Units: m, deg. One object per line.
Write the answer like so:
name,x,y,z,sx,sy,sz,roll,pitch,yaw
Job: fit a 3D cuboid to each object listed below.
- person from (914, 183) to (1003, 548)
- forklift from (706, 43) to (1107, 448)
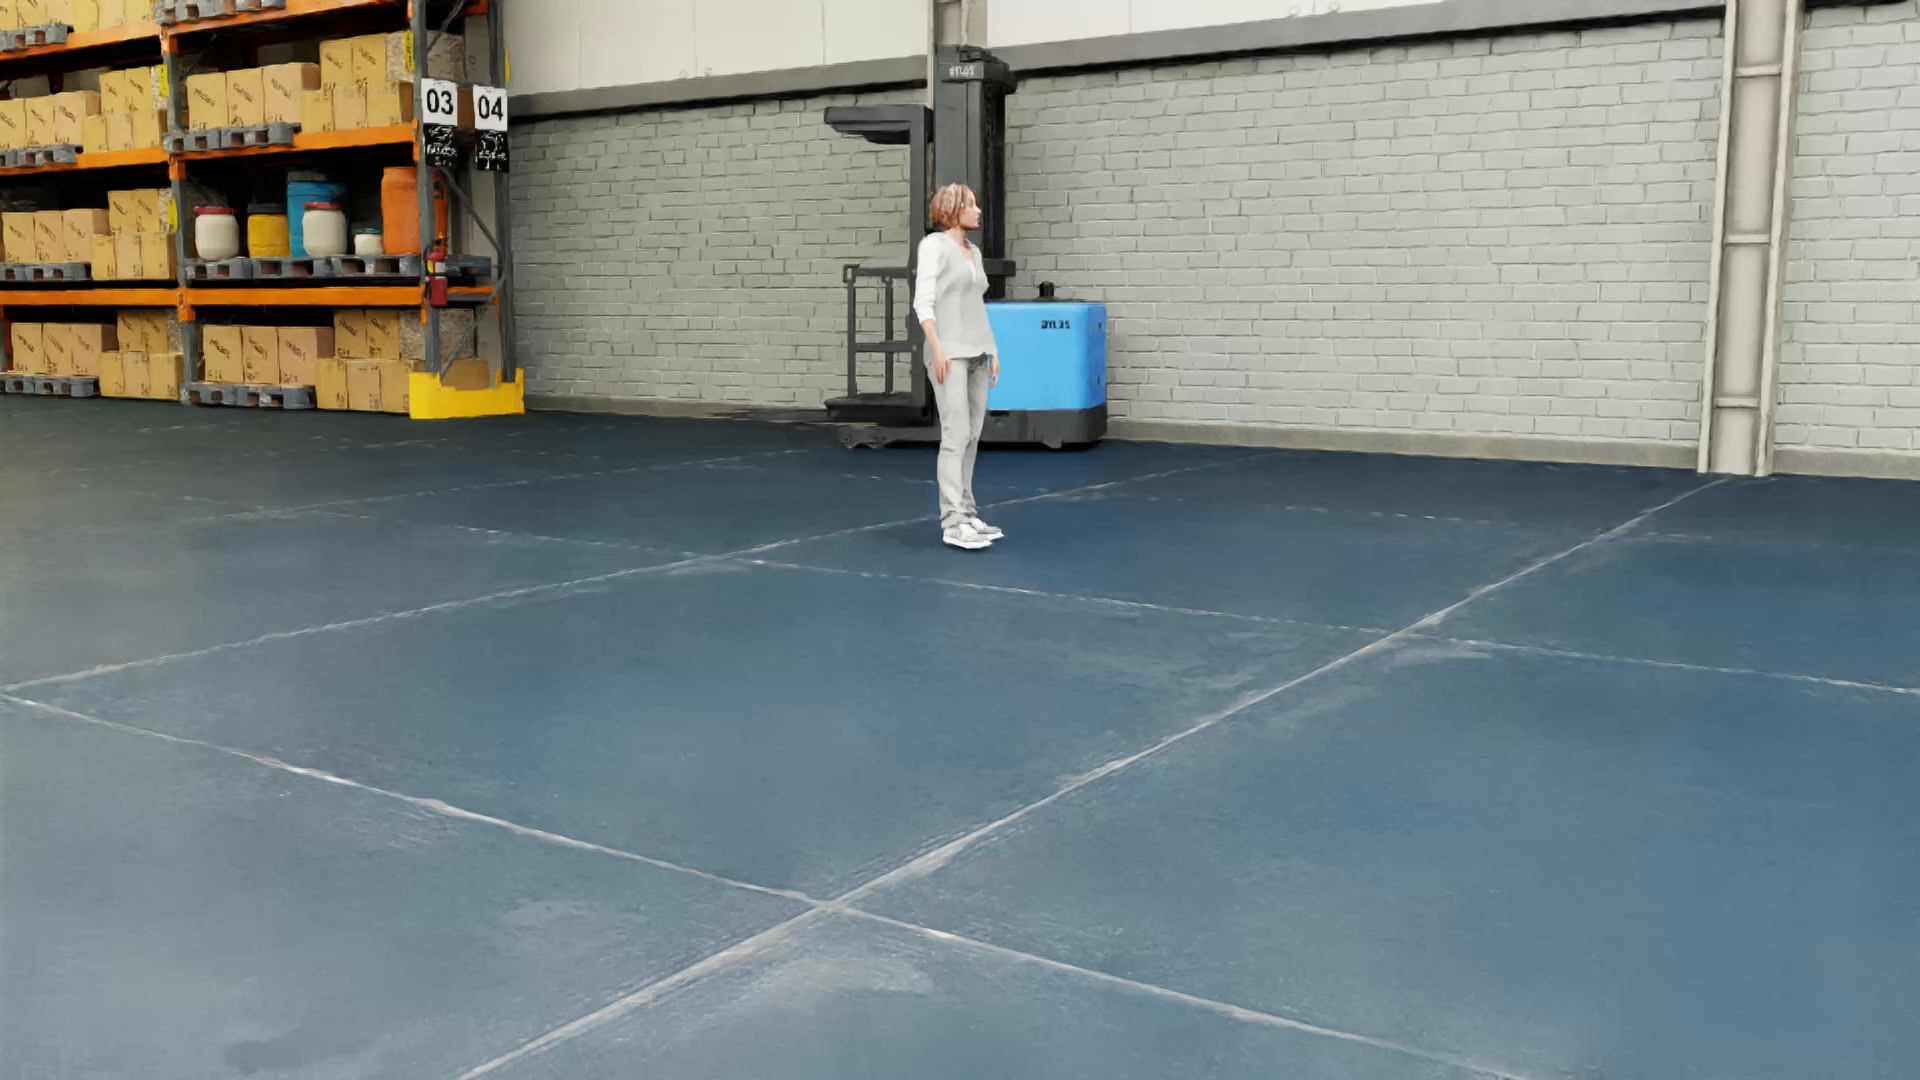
person,0.054,-0.789,7.438,0.474,1.594,0.521,5,10,34
forklift,-0.430,-2.206,12.704,3.031,2.935,1.130,2,8,14
